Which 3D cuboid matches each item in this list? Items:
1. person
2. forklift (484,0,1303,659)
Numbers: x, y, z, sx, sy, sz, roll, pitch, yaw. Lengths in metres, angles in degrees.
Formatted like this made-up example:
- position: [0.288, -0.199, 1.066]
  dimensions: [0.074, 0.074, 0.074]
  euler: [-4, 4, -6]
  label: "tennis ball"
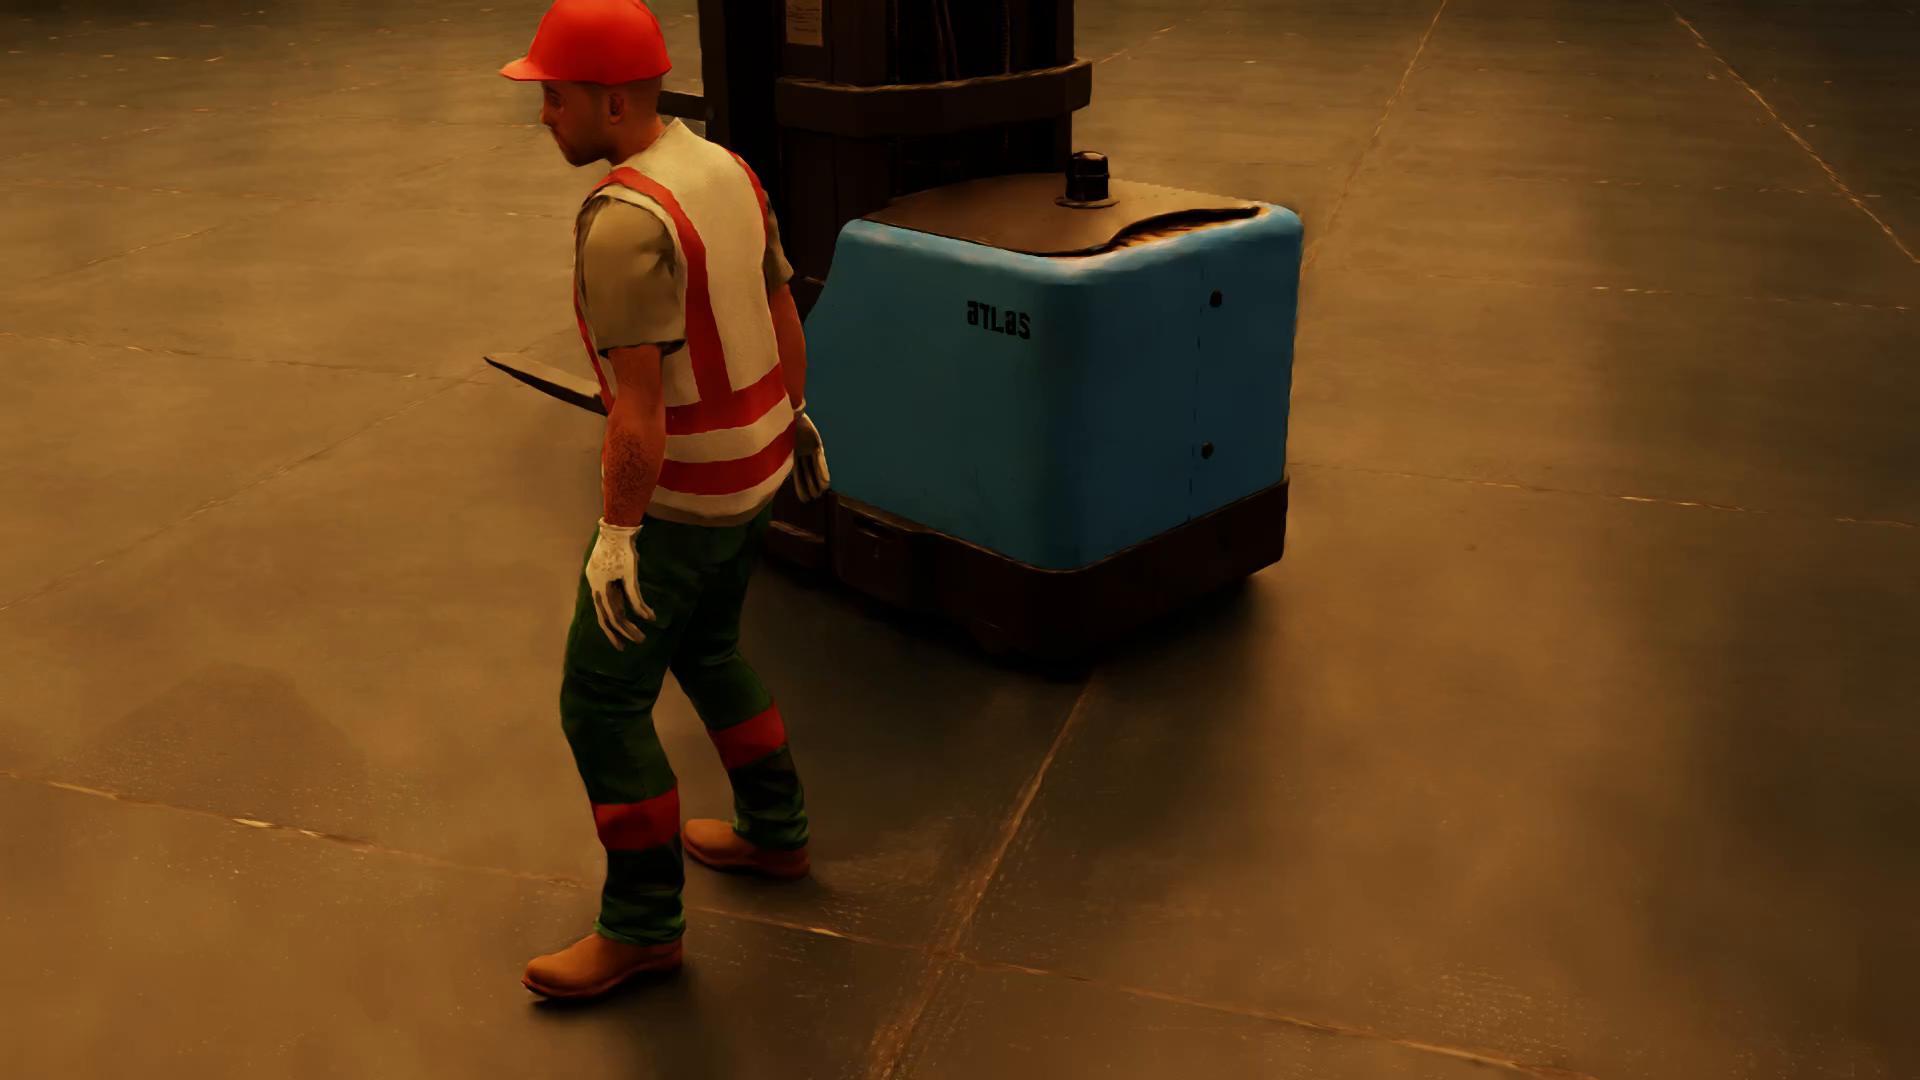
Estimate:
- position: [-0.544, -0.098, 3.069]
  dimensions: [0.435, 1.748, 0.856]
  euler: [6, 23, 14]
  label: "person"
- position: [-0.462, -1.518, 4.956]
  dimensions: [3.031, 2.935, 1.130]
  euler: [21, 30, 40]
  label: "forklift"
